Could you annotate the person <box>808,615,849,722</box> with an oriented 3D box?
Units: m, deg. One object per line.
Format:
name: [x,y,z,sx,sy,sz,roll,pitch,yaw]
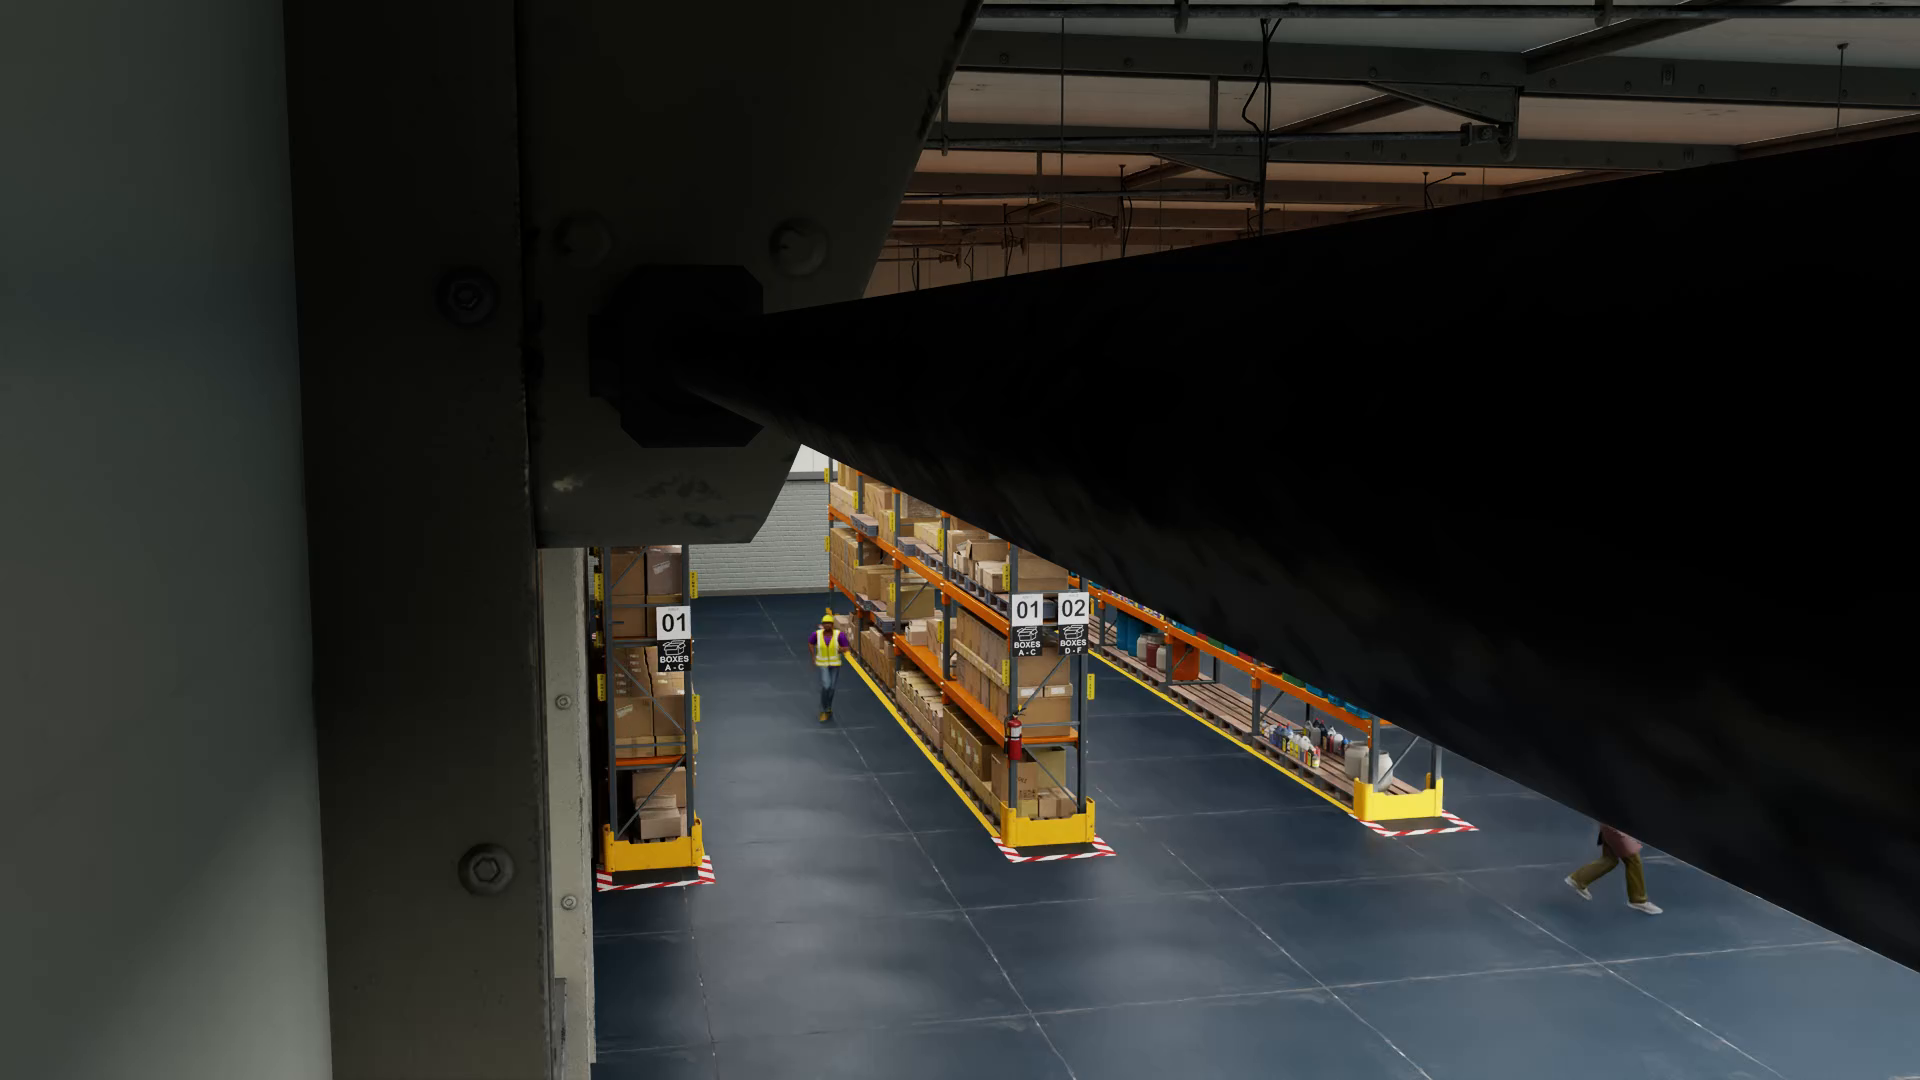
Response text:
person: [-2.193,2.157,27.993,0.660,1.828,0.755,-1,7,-12]

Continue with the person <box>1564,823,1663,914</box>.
person: [7.310,3.251,18.523,1.030,1.763,0.727,2,7,13]
